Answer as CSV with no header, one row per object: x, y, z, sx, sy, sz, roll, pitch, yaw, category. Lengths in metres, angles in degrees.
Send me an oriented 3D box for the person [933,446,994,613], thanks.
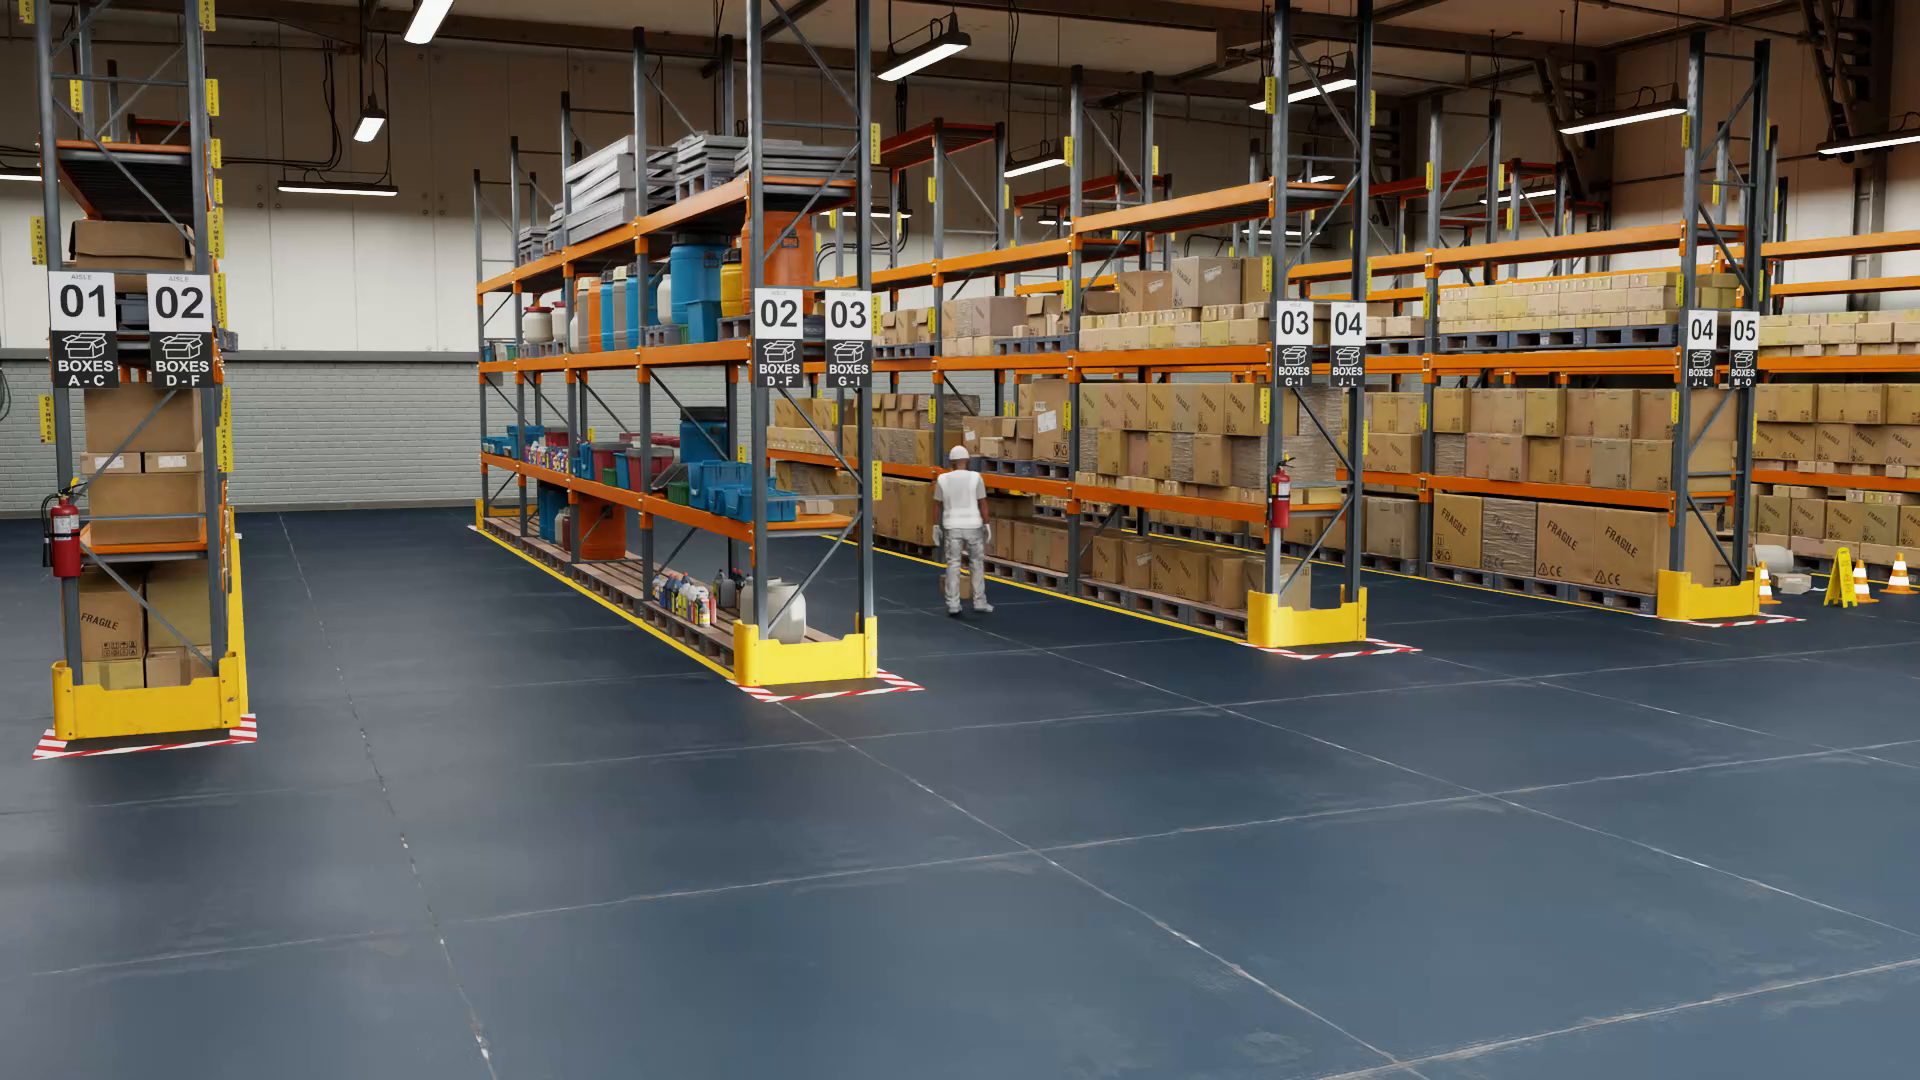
0.024,-0.105,17.801,0.638,1.797,0.669,1,5,7,person
